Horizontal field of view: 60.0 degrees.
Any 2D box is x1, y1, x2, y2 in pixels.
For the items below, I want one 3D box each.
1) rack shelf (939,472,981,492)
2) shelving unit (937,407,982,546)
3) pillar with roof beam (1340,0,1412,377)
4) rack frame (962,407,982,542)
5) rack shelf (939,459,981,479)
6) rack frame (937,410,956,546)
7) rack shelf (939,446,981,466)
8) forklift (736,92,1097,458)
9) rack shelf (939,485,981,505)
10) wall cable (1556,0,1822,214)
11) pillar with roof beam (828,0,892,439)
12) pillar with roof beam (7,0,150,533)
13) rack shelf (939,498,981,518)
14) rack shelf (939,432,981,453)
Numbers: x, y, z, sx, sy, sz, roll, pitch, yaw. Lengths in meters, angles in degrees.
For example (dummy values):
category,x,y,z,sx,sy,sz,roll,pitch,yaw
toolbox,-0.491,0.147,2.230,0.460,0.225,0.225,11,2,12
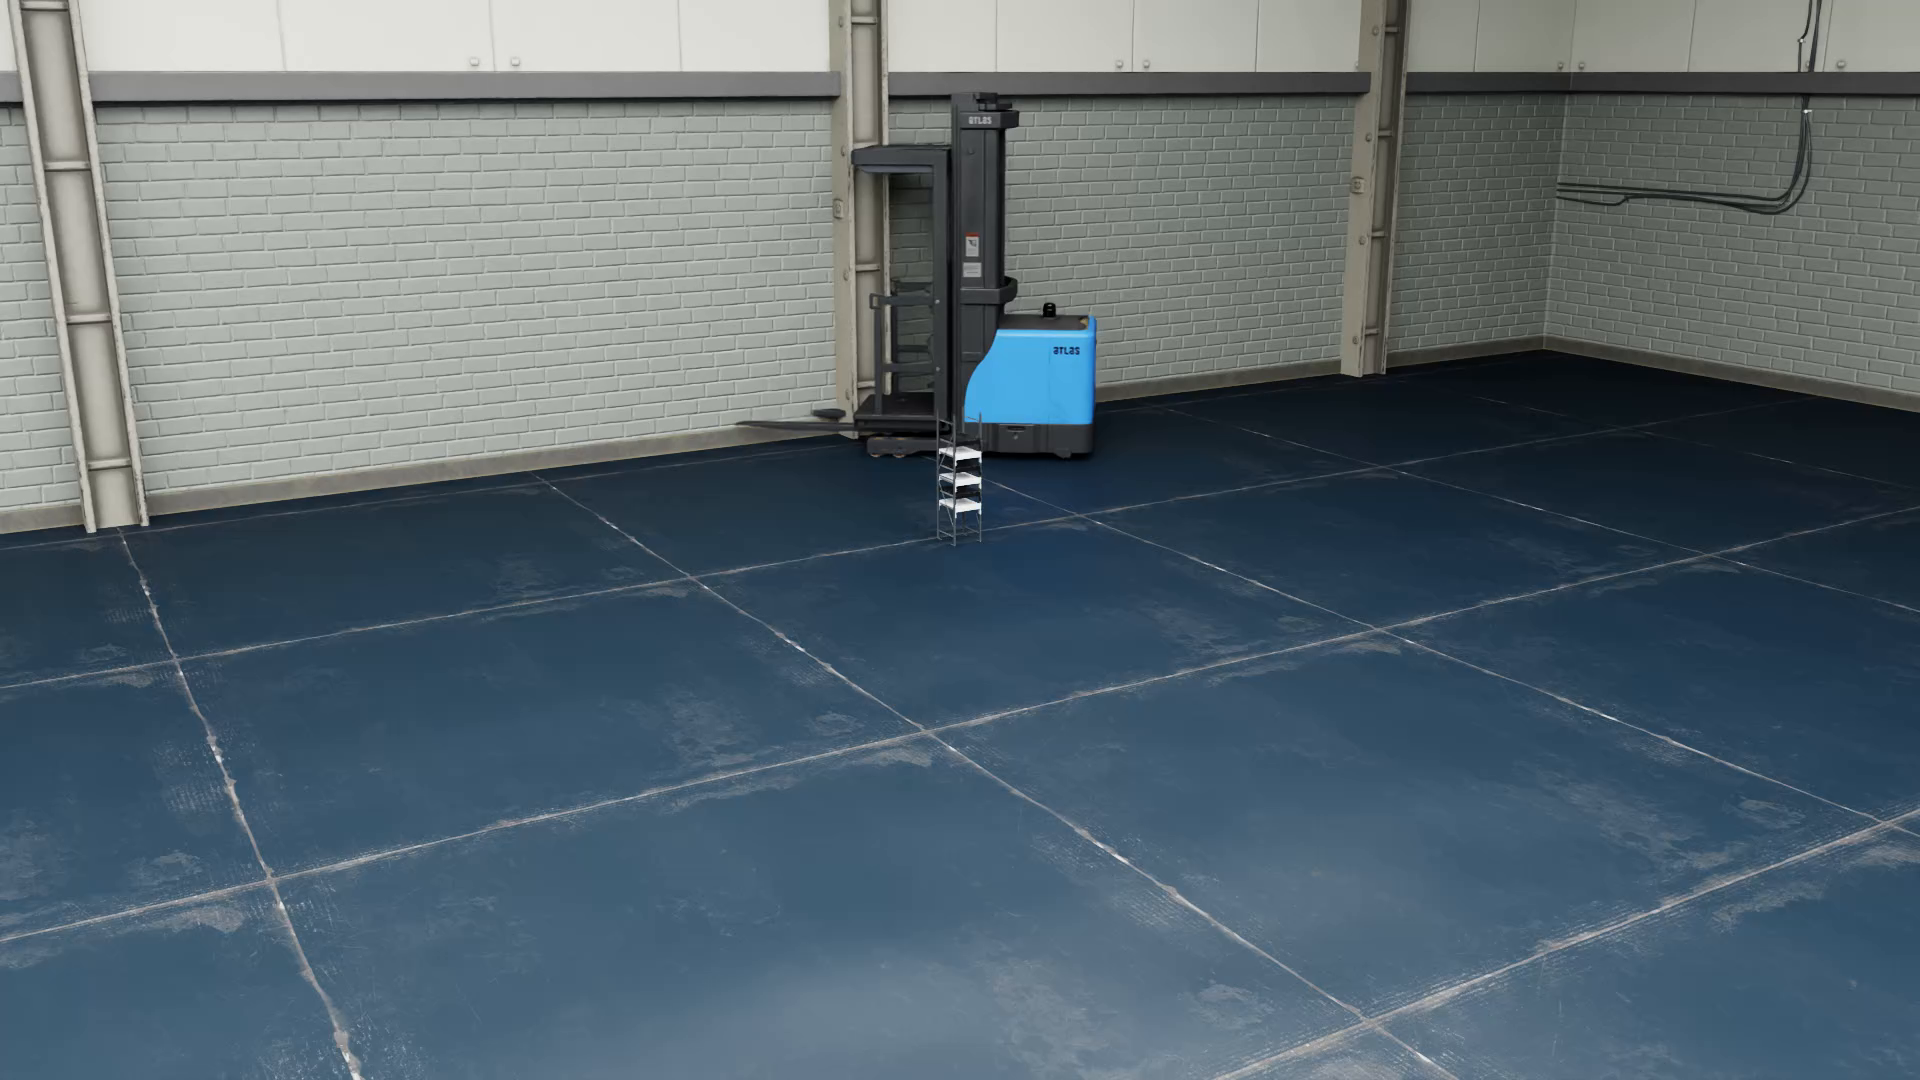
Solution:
category,x,y,z,sx,sy,sz,roll,pitch,yaw
rack shelf,-0.007,-0.400,11.293,0.200,0.077,0.258,-9,18,-30
shelving unit,-0.007,-0.432,11.284,0.210,0.900,0.258,-9,18,-30
pillar with roof beam,6.513,-5.118,12.995,0.400,9.000,9.100,-9,18,-30
rack frame,0.080,-0.446,11.335,0.006,0.900,0.240,-9,18,-30
rack shelf,-0.007,-0.487,11.269,0.200,0.077,0.258,-9,18,-30
rack frame,-0.094,-0.418,11.234,0.006,0.900,0.240,-9,18,-30
rack shelf,-0.007,-0.573,11.245,0.200,0.077,0.258,-9,18,-30
forklift,-0.362,-2.234,13.951,3.031,2.935,1.130,2,16,5
rack shelf,-0.007,-0.313,11.318,0.200,0.077,0.258,-9,18,-30
wall cable,7.502,-4.722,17.337,0.112,2.526,3.097,-9,18,-30
pillar with roof beam,1.370,-4.284,10.020,0.400,9.000,9.100,-9,18,-30
pillar with roof beam,-3.773,-3.450,7.045,0.400,9.000,9.100,-9,18,-30
rack shelf,-0.007,-0.227,11.342,0.200,0.077,0.258,-9,18,-30
rack shelf,-0.007,-0.660,11.220,0.200,0.077,0.258,-9,18,-30
